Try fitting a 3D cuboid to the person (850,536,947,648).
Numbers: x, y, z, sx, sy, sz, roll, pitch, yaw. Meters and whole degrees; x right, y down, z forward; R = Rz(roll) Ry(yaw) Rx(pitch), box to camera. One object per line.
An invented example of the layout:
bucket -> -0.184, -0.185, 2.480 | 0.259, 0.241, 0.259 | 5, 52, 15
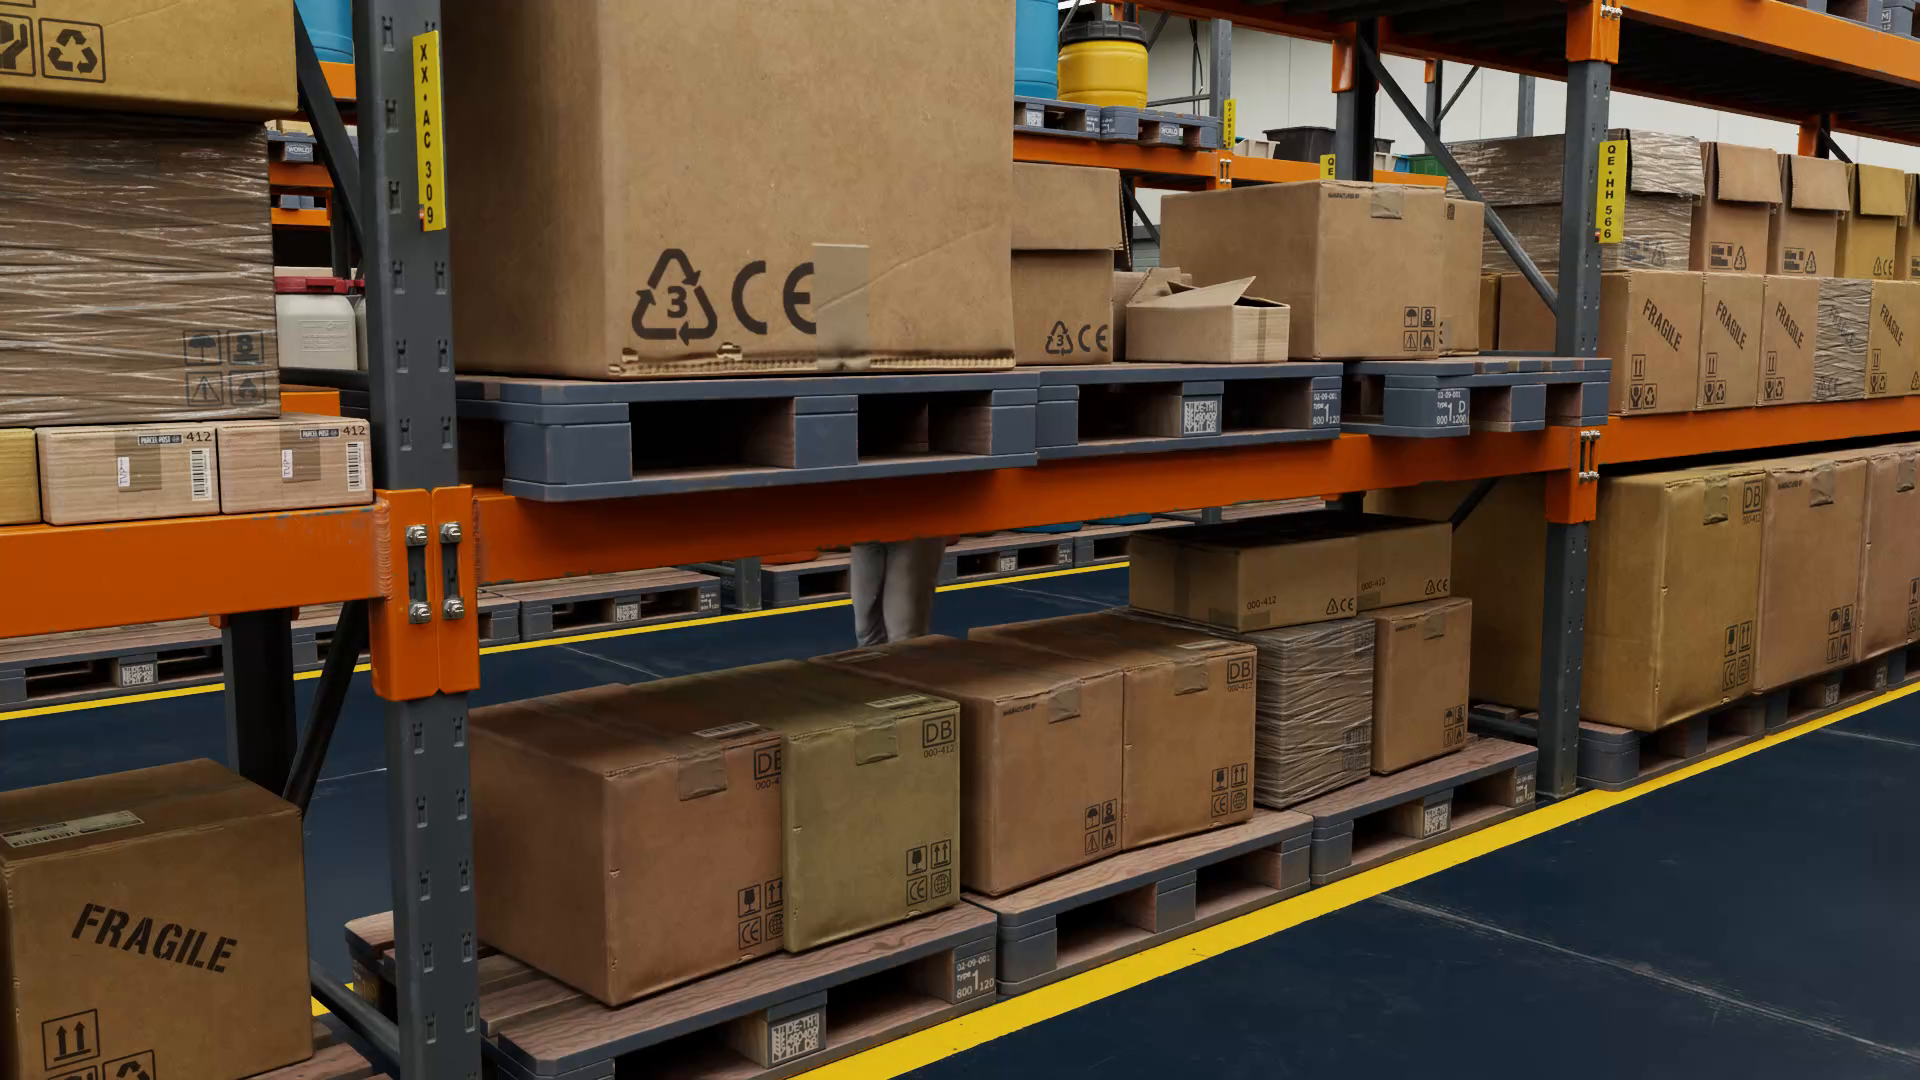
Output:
person -> -0.274, -0.031, 5.947 | 0.587, 1.761, 0.502 | -6, 10, -40
